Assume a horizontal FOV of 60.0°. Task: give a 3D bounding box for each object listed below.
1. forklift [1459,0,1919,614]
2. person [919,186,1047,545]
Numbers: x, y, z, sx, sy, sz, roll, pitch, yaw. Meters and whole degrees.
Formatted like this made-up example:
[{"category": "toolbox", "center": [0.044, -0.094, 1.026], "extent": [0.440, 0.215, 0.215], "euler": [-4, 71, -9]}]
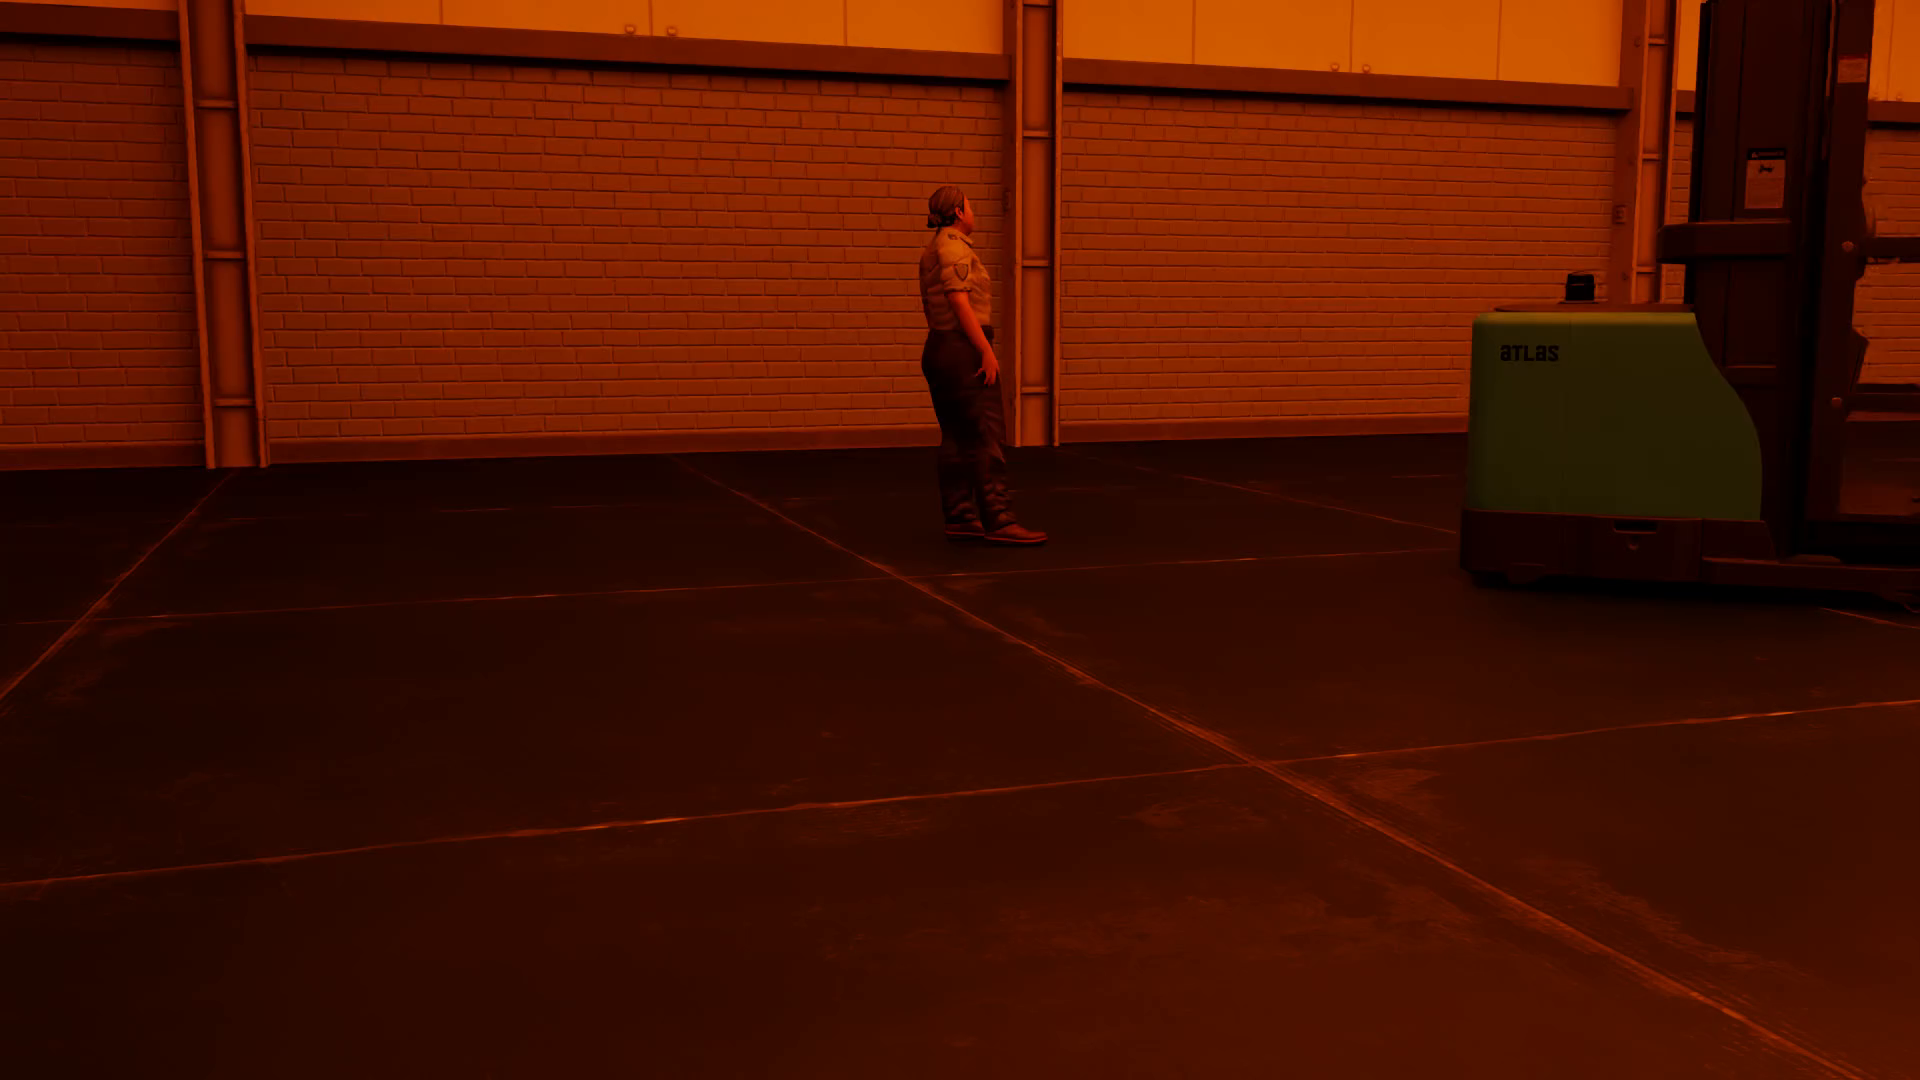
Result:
[{"category": "forklift", "center": [3.553, -1.258, 6.297], "extent": [3.031, 2.935, 1.130], "euler": [3, 8, 20]}, {"category": "person", "center": [0.093, -0.824, 7.818], "extent": [0.502, 1.651, 0.598], "euler": [-3, 8, -18]}]
